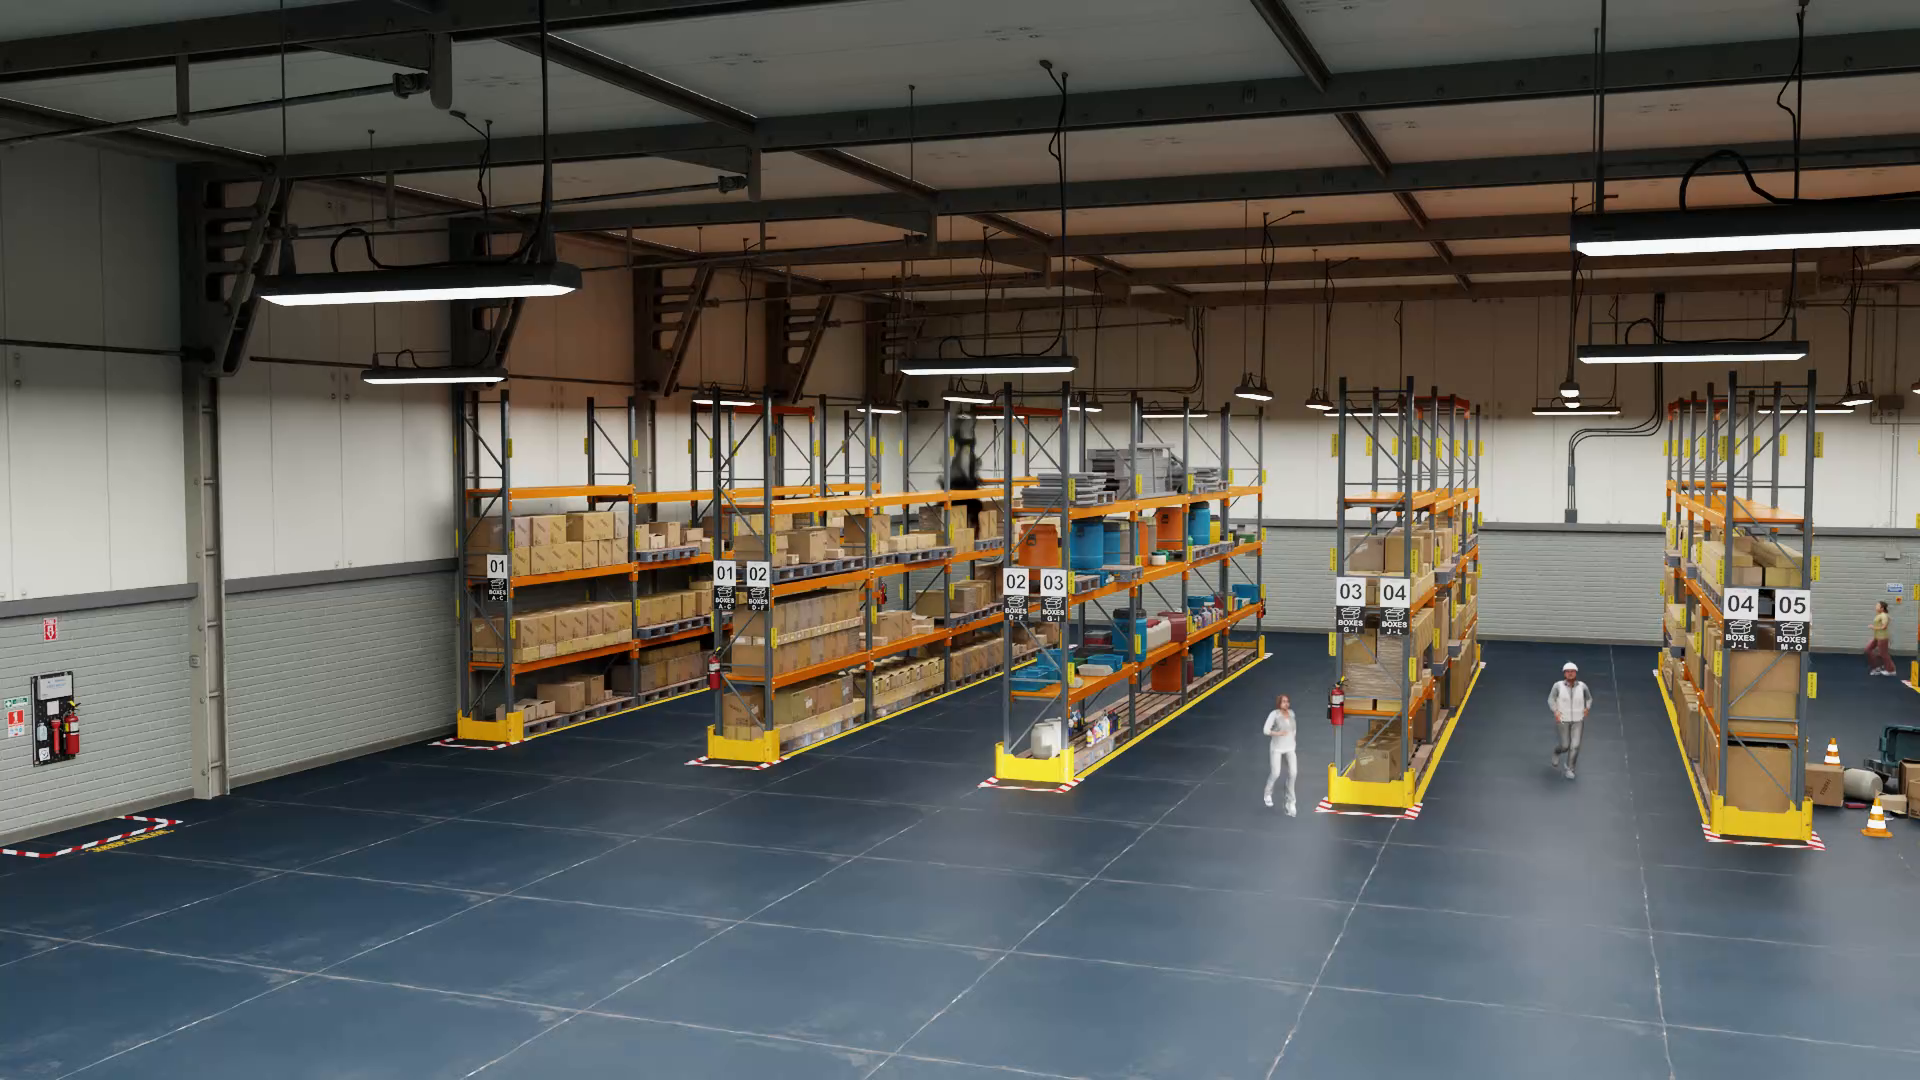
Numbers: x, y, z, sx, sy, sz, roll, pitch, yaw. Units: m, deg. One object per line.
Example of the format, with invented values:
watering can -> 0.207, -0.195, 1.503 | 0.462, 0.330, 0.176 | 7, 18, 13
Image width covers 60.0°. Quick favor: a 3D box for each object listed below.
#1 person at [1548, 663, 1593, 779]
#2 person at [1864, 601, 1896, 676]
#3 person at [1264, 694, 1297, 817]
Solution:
person -> 9.340, 2.738, 25.446 | 0.661, 1.745, 0.642 | 1, 3, 11
person -> 20.188, 2.179, 36.379 | 0.642, 1.686, 0.576 | 1, 3, 14
person -> 4.427, 2.932, 22.921 | 0.535, 1.638, 0.710 | -1, 3, -11
